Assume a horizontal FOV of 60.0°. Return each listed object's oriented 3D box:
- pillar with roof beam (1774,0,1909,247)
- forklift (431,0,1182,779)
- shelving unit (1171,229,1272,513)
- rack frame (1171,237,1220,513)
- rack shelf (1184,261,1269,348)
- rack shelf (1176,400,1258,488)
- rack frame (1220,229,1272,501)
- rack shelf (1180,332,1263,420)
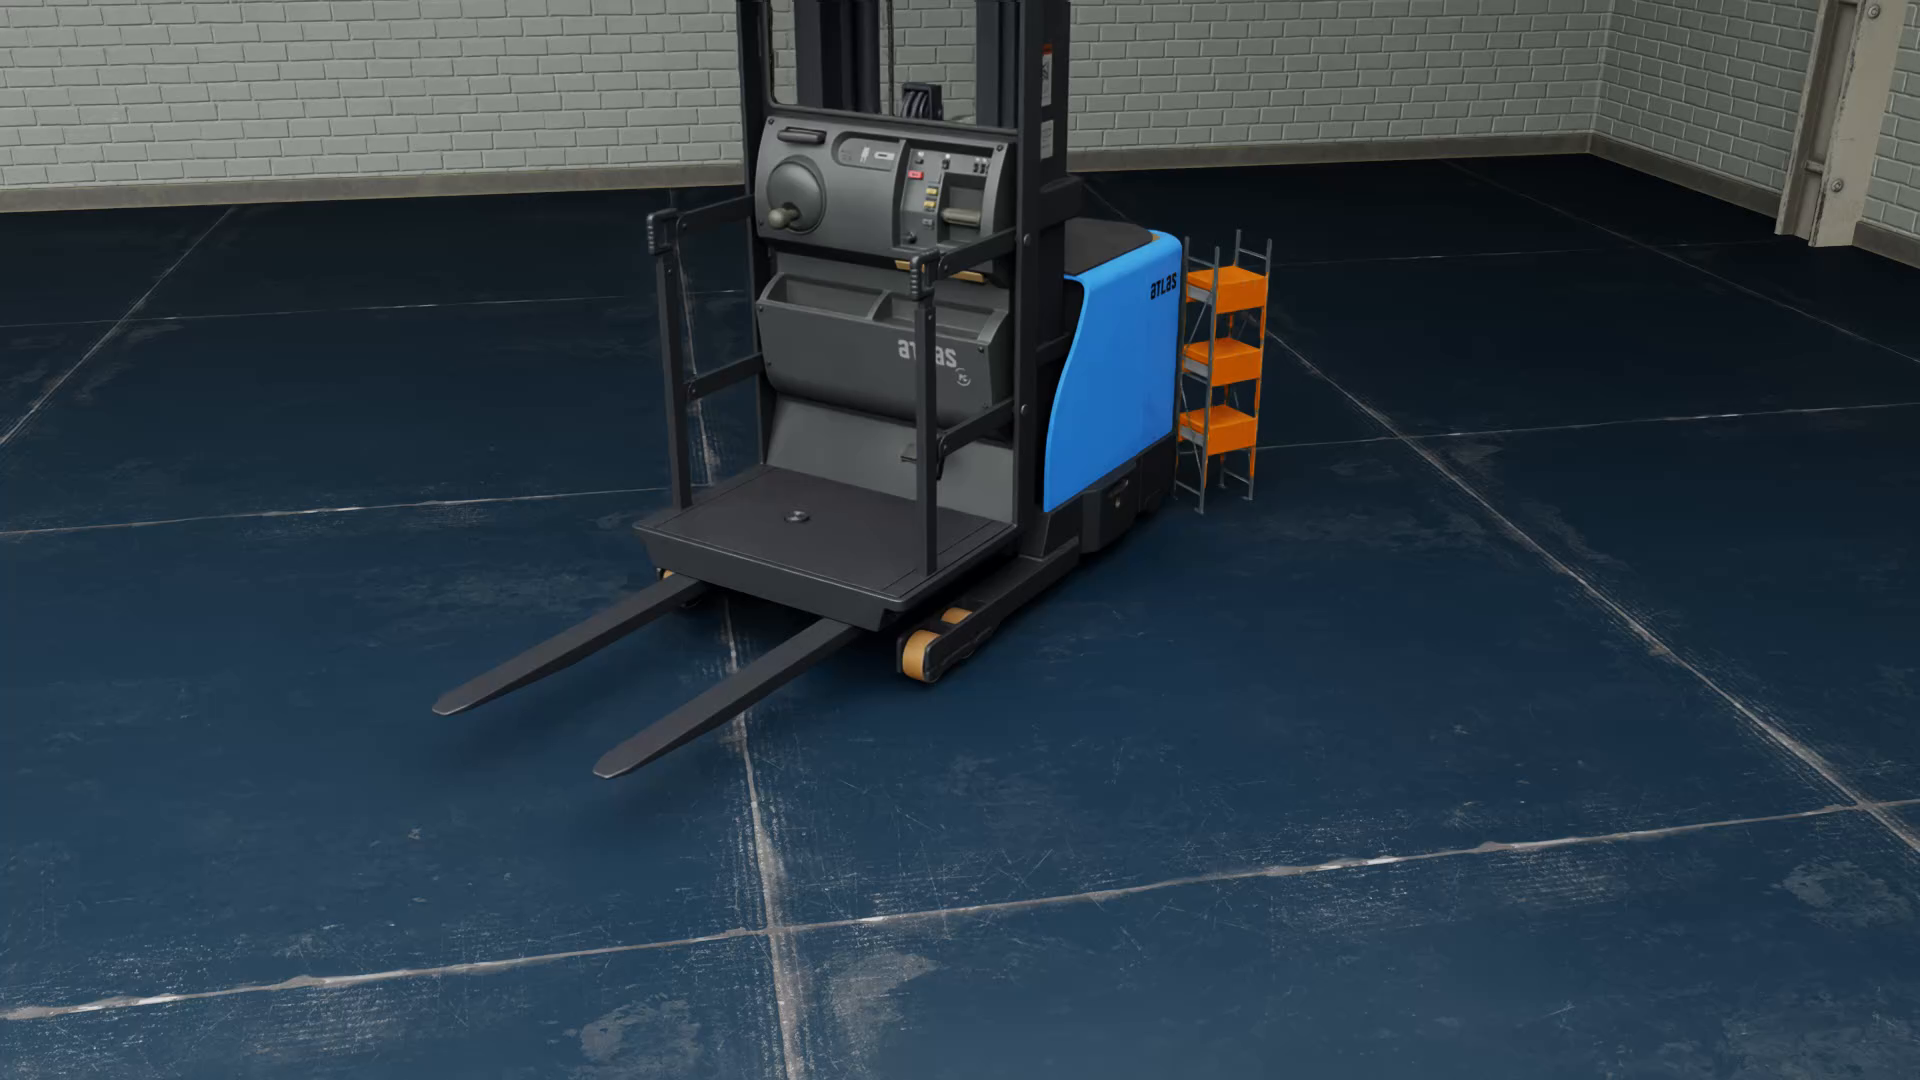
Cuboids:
[{"bbox_3d":[1.259,-5.742,8.153,9.100,9.000,0.400,-4,24,-10],"label":"pillar with roof beam"},{"bbox_3d":[-0.375,-1.107,5.124,1.130,2.935,3.031,14,27,29],"label":"forklift"},{"bbox_3d":[1.002,-0.645,6.414,0.252,1.050,0.215,-13,27,-27],"label":"shelving unit"},{"bbox_3d":[0.896,-0.620,6.359,0.008,1.050,0.200,-13,27,-27],"label":"rack frame"},{"bbox_3d":[1.002,-0.895,6.305,0.240,0.259,0.215,-13,27,-27],"label":"rack shelf"},{"bbox_3d":[1.002,-0.380,6.530,0.240,0.259,0.215,-13,27,-27],"label":"rack shelf"},{"bbox_3d":[1.108,-0.669,6.470,0.008,1.050,0.200,-13,27,-27],"label":"rack frame"},{"bbox_3d":[1.002,-0.635,6.419,0.240,0.259,0.215,-13,27,-27],"label":"rack shelf"}]
